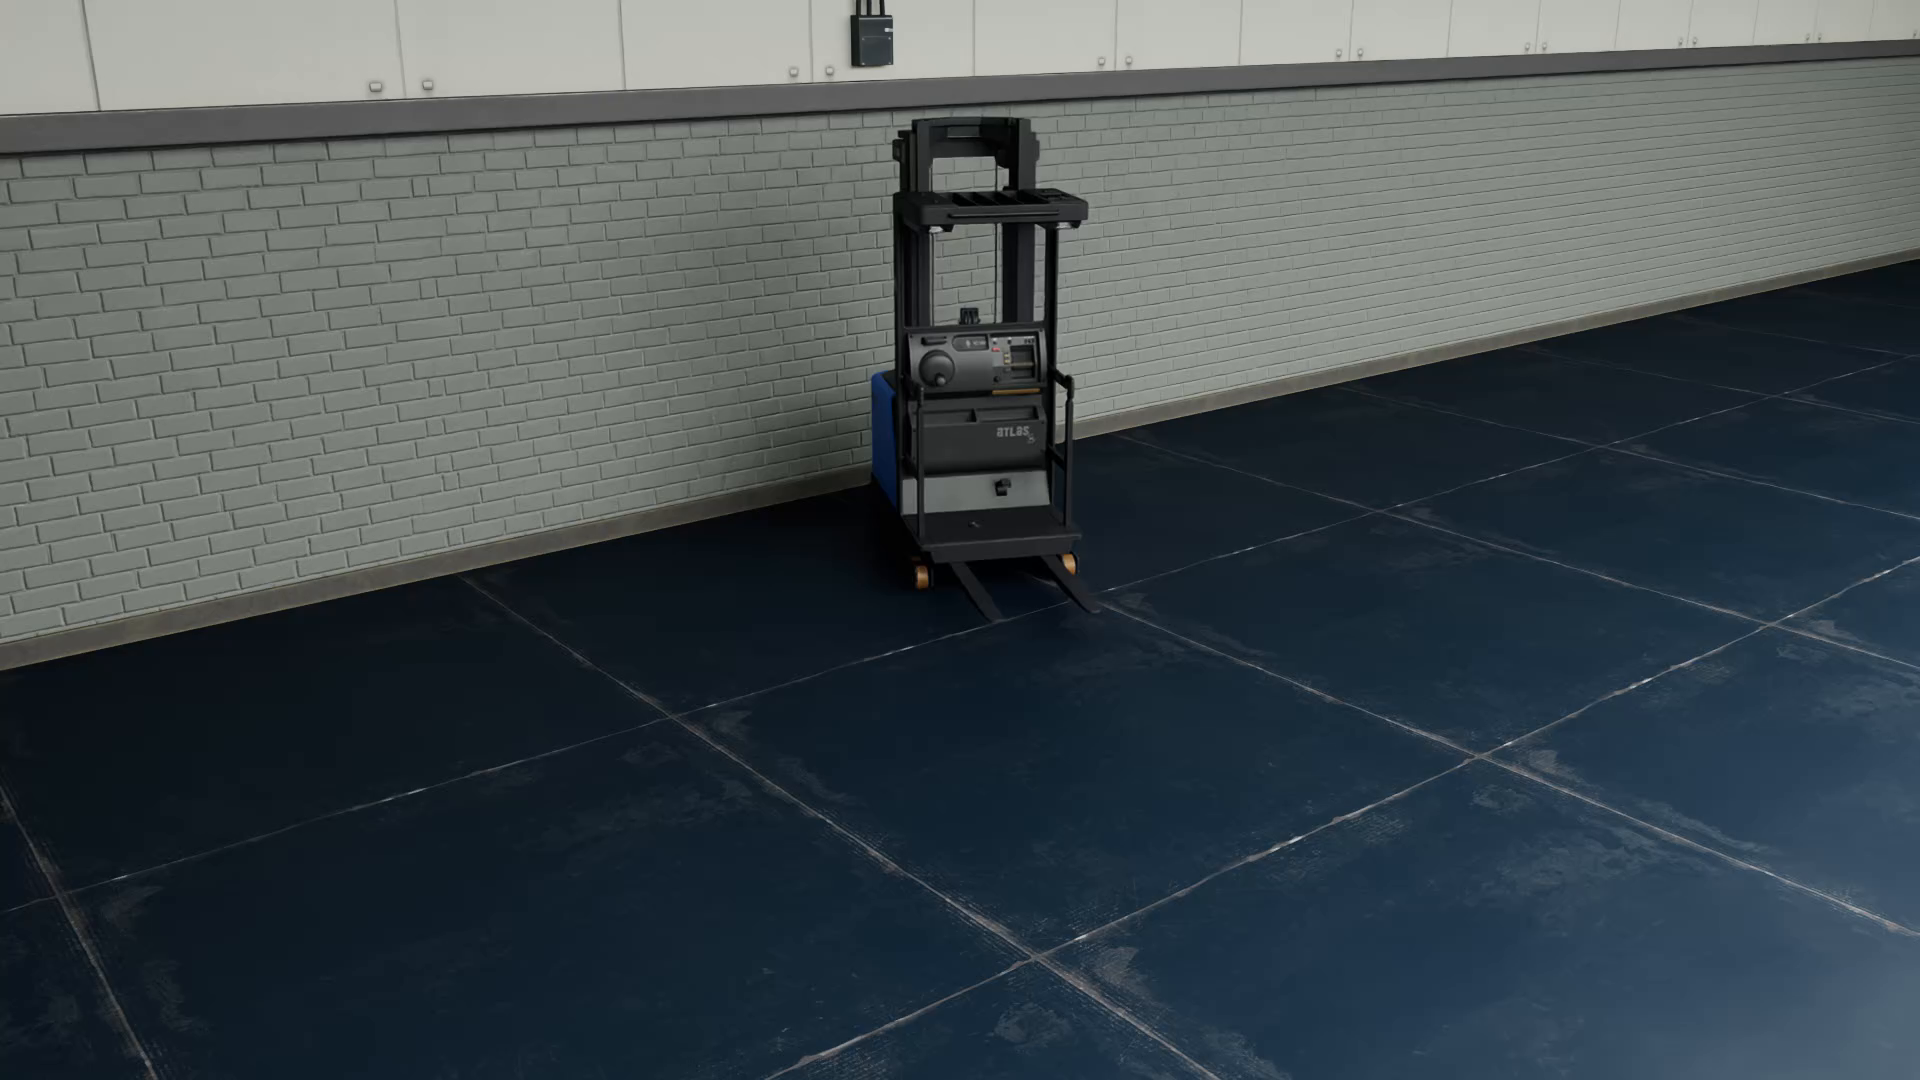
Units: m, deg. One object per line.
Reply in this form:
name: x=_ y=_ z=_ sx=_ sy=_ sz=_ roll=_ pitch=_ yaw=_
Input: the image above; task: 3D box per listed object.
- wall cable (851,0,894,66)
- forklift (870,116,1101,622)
wall cable: x=0.153 y=-6.530 z=11.859 sx=2.305 sy=6.003 sz=0.169 roll=-14 pitch=23 yaw=-36
forklift: x=0.166 y=-1.195 z=10.808 sx=1.130 sy=2.935 sz=3.031 roll=-4 pitch=19 yaw=-12
